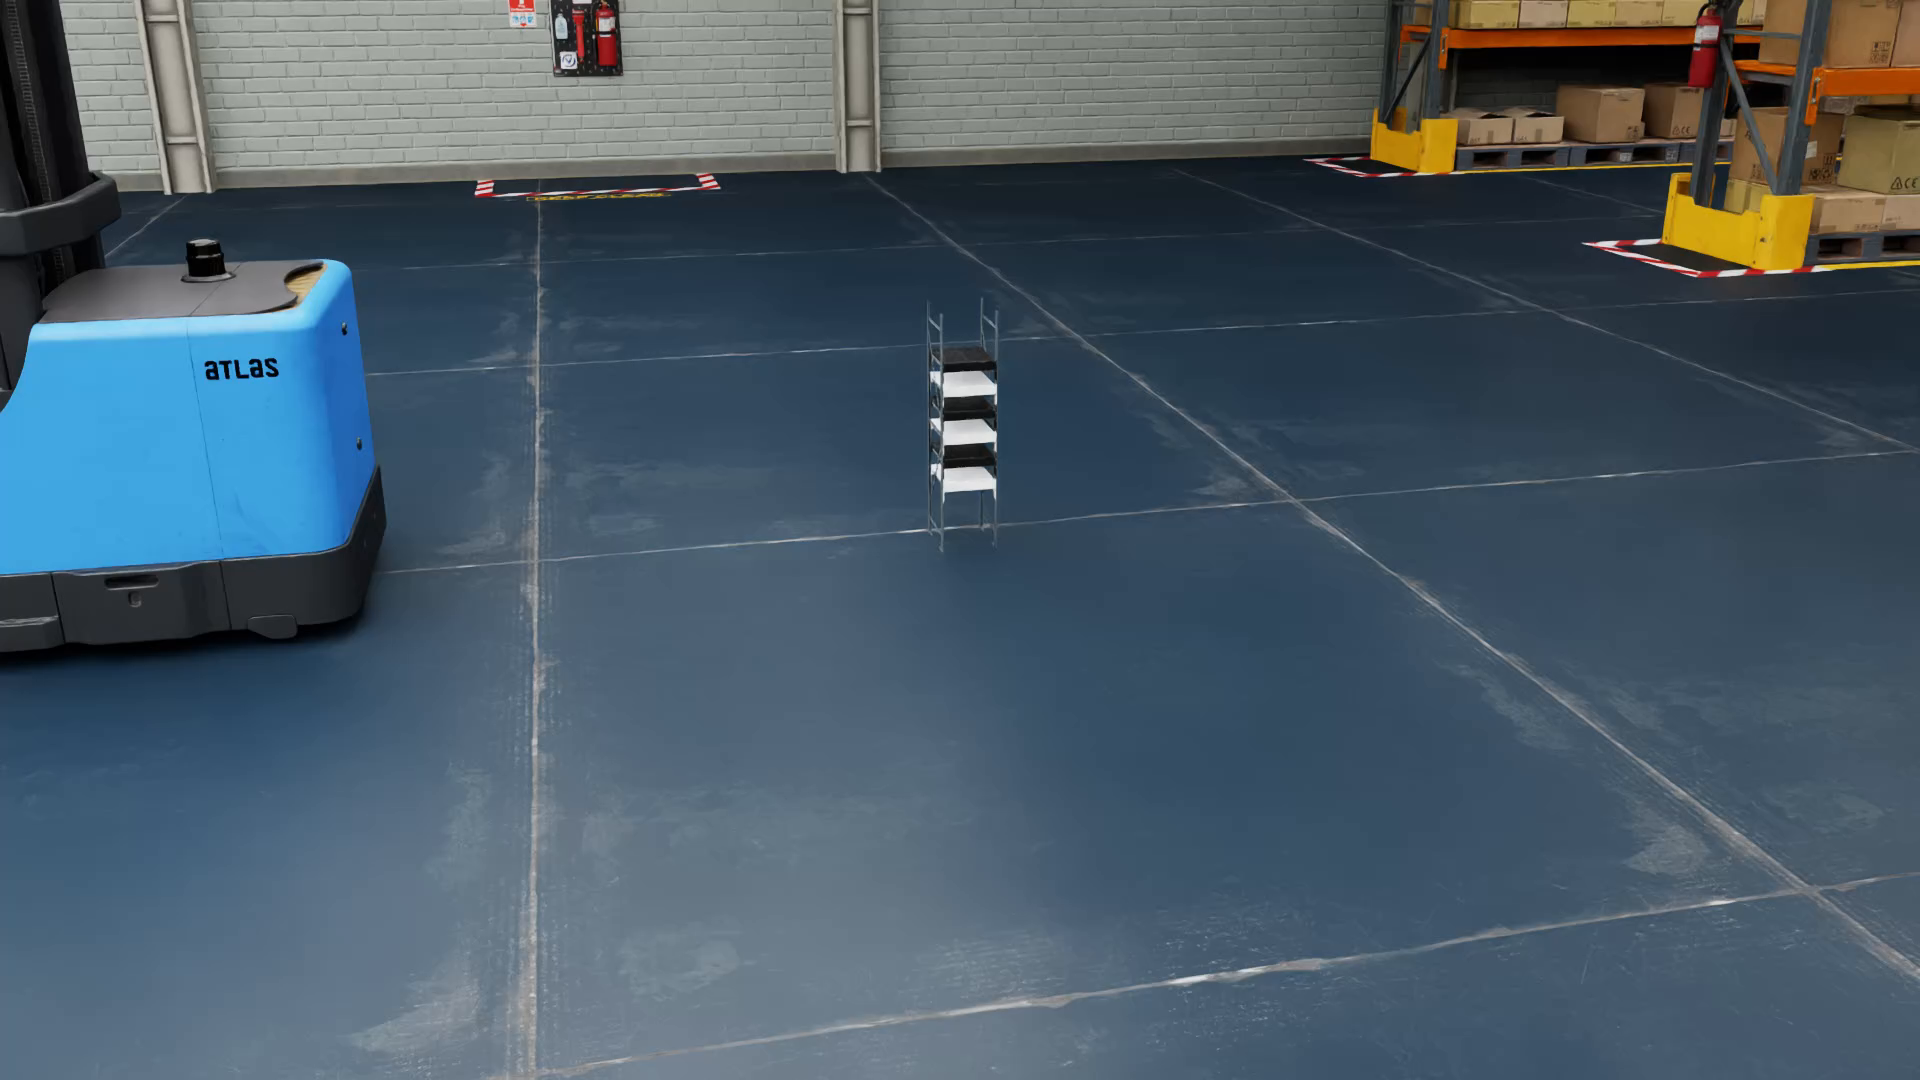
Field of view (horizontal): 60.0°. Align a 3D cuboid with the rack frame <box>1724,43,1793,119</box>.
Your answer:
[{"bbox_3d":[8.269,-5.425,16.764,0.127,3.000,1.000,-5,21,-12],"label":"rack frame"}]

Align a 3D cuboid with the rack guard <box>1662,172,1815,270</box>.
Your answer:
[{"bbox_3d":[5.497,-2.275,11.799,0.348,0.500,1.175,-5,21,-12],"label":"rack guard"}]

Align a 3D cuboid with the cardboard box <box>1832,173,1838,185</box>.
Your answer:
[{"bbox_3d":[6.458,-2.542,12.280,0.500,0.250,0.500,-5,21,-12],"label":"cardboard box"}]

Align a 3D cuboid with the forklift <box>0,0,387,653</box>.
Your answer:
[{"bbox_3d":[-3.549,-1.113,5.091,3.031,2.935,1.130,-4,21,-11],"label":"forklift"}]

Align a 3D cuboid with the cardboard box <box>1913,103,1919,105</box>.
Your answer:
[{"bbox_3d":[7.430,-2.974,12.370,0.500,0.500,0.500,-5,21,-12],"label":"cardboard box"}]

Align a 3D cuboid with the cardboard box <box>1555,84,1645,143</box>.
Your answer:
[{"bbox_3d":[6.351,-4.253,16.558,0.500,0.500,0.700,-6,21,-16],"label":"cardboard box"}]

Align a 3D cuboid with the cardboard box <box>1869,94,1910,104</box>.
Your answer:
[{"bbox_3d":[9.473,-4.580,17.450,0.500,0.500,0.700,-5,21,-14],"label":"cardboard box"}]

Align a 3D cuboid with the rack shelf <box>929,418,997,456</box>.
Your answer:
[{"bbox_3d":[0.008,-0.392,6.173,0.200,0.077,0.258,-5,21,-12],"label":"rack shelf"}]

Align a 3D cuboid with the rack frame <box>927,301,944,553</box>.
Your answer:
[{"bbox_3d":[-0.091,-0.415,6.140,0.006,0.900,0.240,-5,21,-12],"label":"rack frame"}]

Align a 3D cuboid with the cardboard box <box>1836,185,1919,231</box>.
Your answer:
[{"bbox_3d":[6.579,-2.366,11.799,0.500,0.250,0.500,-5,21,-12],"label":"cardboard box"}]

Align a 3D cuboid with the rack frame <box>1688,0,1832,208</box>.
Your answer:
[{"bbox_3d":[5.520,-3.451,11.374,0.127,3.000,1.000,-5,21,-12],"label":"rack frame"}]

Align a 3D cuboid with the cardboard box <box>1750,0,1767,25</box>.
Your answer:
[{"bbox_3d":[7.878,-5.225,16.407,0.500,0.250,0.500,-5,21,-12],"label":"cardboard box"}]

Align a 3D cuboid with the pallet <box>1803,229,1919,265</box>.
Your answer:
[{"bbox_3d":[6.255,-2.216,12.057,1.213,0.211,1.003,-5,21,-12],"label":"pallet"}]

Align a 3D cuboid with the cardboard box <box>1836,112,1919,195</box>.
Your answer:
[{"bbox_3d":[6.580,-2.717,11.668,0.500,0.500,0.500,-5,21,-12],"label":"cardboard box"}]

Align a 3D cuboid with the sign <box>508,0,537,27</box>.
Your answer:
[{"bbox_3d":[-3.956,-4.803,15.015,0.234,0.329,0.001,-5,21,-12],"label":"sign"}]

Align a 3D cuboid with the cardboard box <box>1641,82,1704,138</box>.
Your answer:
[{"bbox_3d":[7.269,-4.363,16.858,0.500,0.500,0.500,-6,21,-17],"label":"cardboard box"}]

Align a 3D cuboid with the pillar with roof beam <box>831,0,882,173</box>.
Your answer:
[{"bbox_3d":[0.011,-6.355,10.580,0.400,9.000,9.100,-5,21,-12],"label":"pillar with roof beam"}]

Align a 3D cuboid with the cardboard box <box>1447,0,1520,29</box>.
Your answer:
[{"bbox_3d":[4.925,-4.980,15.738,0.500,0.250,0.500,-5,21,-14],"label":"cardboard box"}]

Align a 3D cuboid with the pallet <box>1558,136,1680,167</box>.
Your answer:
[{"bbox_3d":[6.434,-3.953,16.800,1.213,0.211,1.003,-5,21,-12],"label":"pallet"}]

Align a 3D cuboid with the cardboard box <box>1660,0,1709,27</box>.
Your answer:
[{"bbox_3d":[6.906,-5.144,16.184,0.500,0.250,0.500,-5,21,-13],"label":"cardboard box"}]

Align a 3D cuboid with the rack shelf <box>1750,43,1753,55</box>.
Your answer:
[{"bbox_3d":[10.216,-5.246,17.320,4.000,0.370,1.077,-5,21,-12],"label":"rack shelf"}]

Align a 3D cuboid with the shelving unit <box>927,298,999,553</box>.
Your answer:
[{"bbox_3d":[0.008,-0.423,6.162,0.210,0.900,0.258,-5,21,-12],"label":"shelving unit"}]

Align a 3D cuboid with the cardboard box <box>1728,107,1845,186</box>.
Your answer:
[{"bbox_3d":[5.974,-2.851,12.034,0.500,0.500,0.500,-5,21,-12],"label":"cardboard box"}]

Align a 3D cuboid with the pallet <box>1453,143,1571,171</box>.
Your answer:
[{"bbox_3d":[5.249,-3.858,16.539,1.213,0.211,1.003,-5,21,-12],"label":"pallet"}]

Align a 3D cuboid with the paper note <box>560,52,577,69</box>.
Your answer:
[{"bbox_3d":[-3.582,-4.391,15.223,0.142,0.148,0.016,-5,21,-12],"label":"paper note"}]

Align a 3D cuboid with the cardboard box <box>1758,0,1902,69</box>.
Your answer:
[{"bbox_3d":[5.978,-3.530,11.446,0.500,0.500,0.700,-5,21,-12],"label":"cardboard box"}]

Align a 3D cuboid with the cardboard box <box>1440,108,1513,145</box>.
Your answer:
[{"bbox_3d":[5.071,-4.077,16.354,0.500,0.311,0.500,-7,21,-19],"label":"cardboard box"}]

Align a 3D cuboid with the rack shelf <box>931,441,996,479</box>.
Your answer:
[{"bbox_3d":[0.008,-0.307,6.204,0.200,0.077,0.258,-5,21,-12],"label":"rack shelf"}]

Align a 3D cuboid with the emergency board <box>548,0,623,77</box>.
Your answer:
[{"bbox_3d":[-3.394,-4.796,15.046,0.643,1.169,0.194,-5,21,-12],"label":"emergency board"}]

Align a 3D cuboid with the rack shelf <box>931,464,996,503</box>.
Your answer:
[{"bbox_3d":[0.008,-0.223,6.235,0.200,0.077,0.258,-5,21,-12],"label":"rack shelf"}]

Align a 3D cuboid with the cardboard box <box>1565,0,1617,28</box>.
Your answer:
[{"bbox_3d":[5.924,-5.064,15.968,0.500,0.250,0.500,-5,21,-13],"label":"cardboard box"}]
